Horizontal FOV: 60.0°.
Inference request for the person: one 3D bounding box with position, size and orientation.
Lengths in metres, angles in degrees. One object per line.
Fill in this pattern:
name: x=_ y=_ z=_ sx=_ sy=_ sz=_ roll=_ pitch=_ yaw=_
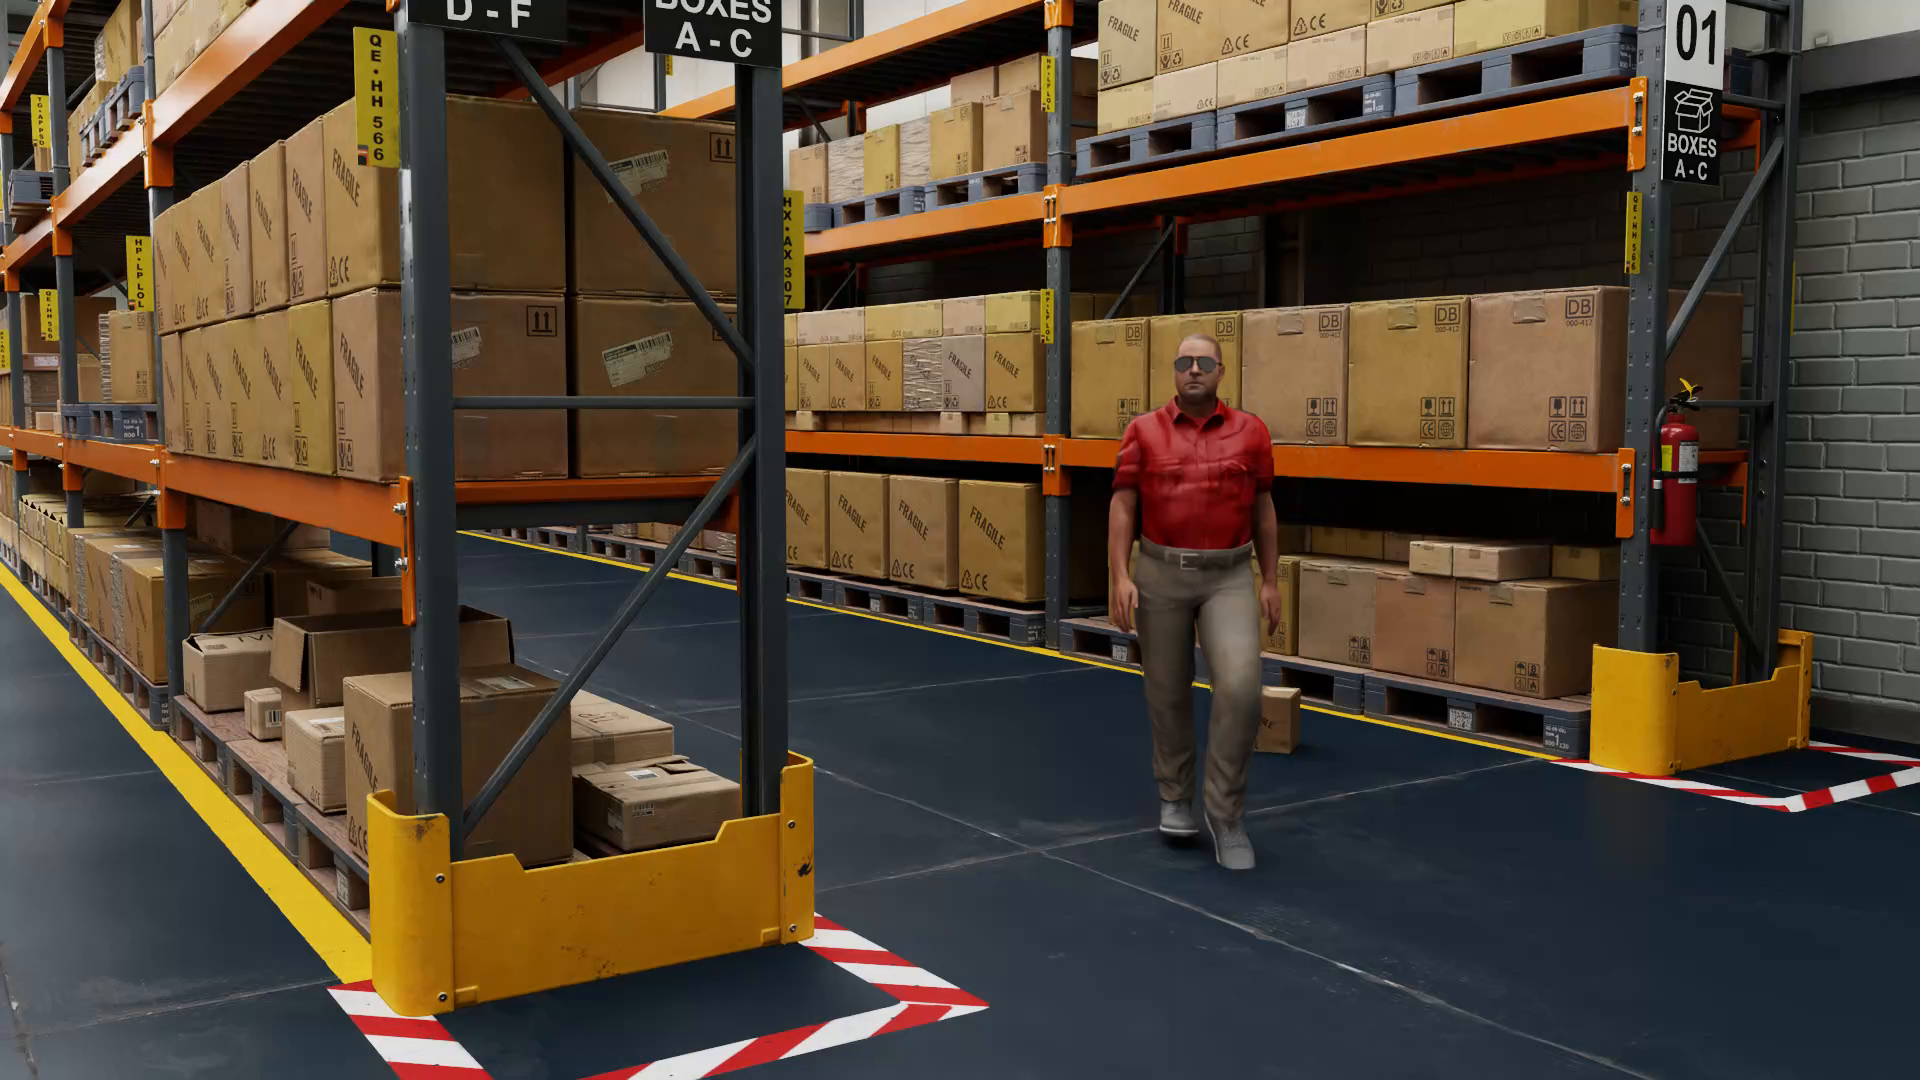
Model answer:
person: x=0.793 y=0.207 z=5.602 sx=0.588 sy=1.800 sz=0.553 roll=1 pitch=5 yaw=7
